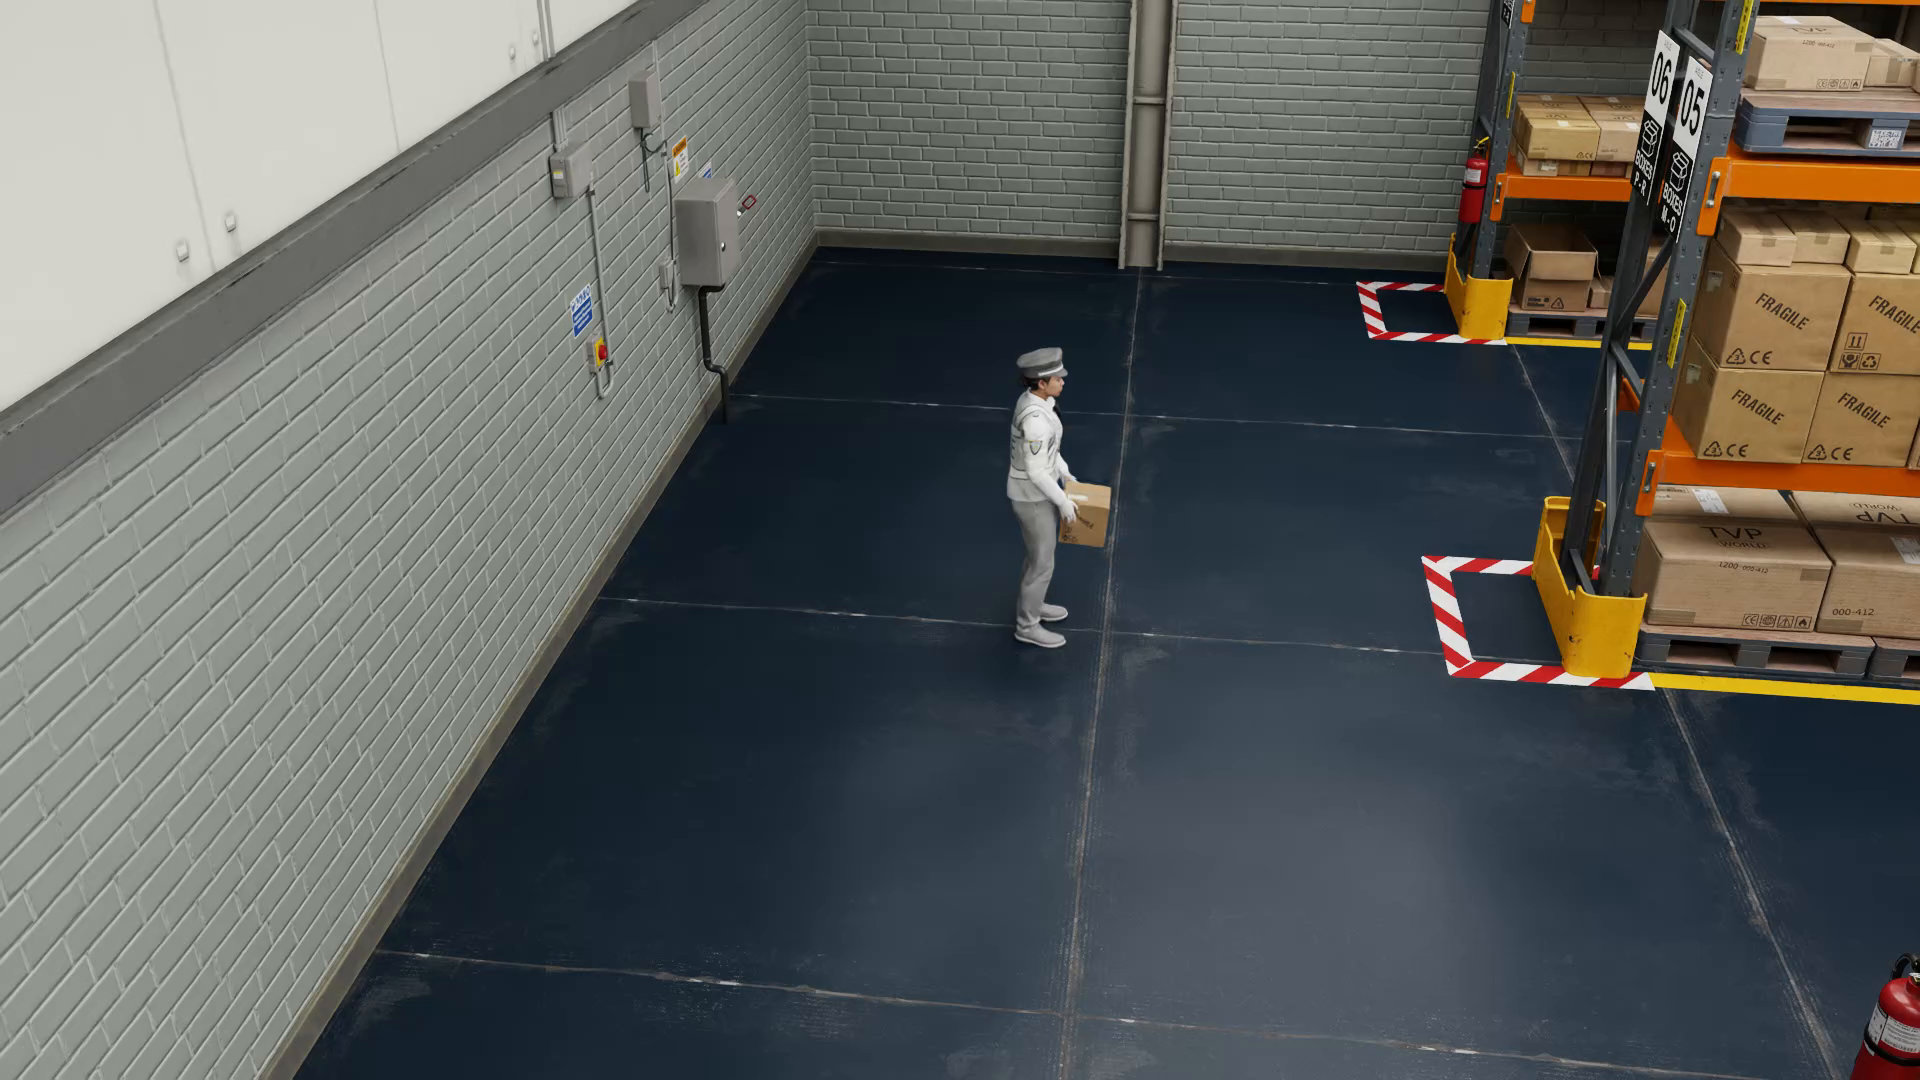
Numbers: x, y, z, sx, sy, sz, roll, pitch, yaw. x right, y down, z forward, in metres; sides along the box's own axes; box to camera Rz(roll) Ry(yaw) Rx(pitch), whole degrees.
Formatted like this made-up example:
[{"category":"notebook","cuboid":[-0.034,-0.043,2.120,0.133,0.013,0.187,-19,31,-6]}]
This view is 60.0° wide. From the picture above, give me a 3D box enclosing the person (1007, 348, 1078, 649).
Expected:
[{"category":"person","cuboid":[0.452,-0.248,9.056,0.397,1.682,0.501,3,29,5]}]
